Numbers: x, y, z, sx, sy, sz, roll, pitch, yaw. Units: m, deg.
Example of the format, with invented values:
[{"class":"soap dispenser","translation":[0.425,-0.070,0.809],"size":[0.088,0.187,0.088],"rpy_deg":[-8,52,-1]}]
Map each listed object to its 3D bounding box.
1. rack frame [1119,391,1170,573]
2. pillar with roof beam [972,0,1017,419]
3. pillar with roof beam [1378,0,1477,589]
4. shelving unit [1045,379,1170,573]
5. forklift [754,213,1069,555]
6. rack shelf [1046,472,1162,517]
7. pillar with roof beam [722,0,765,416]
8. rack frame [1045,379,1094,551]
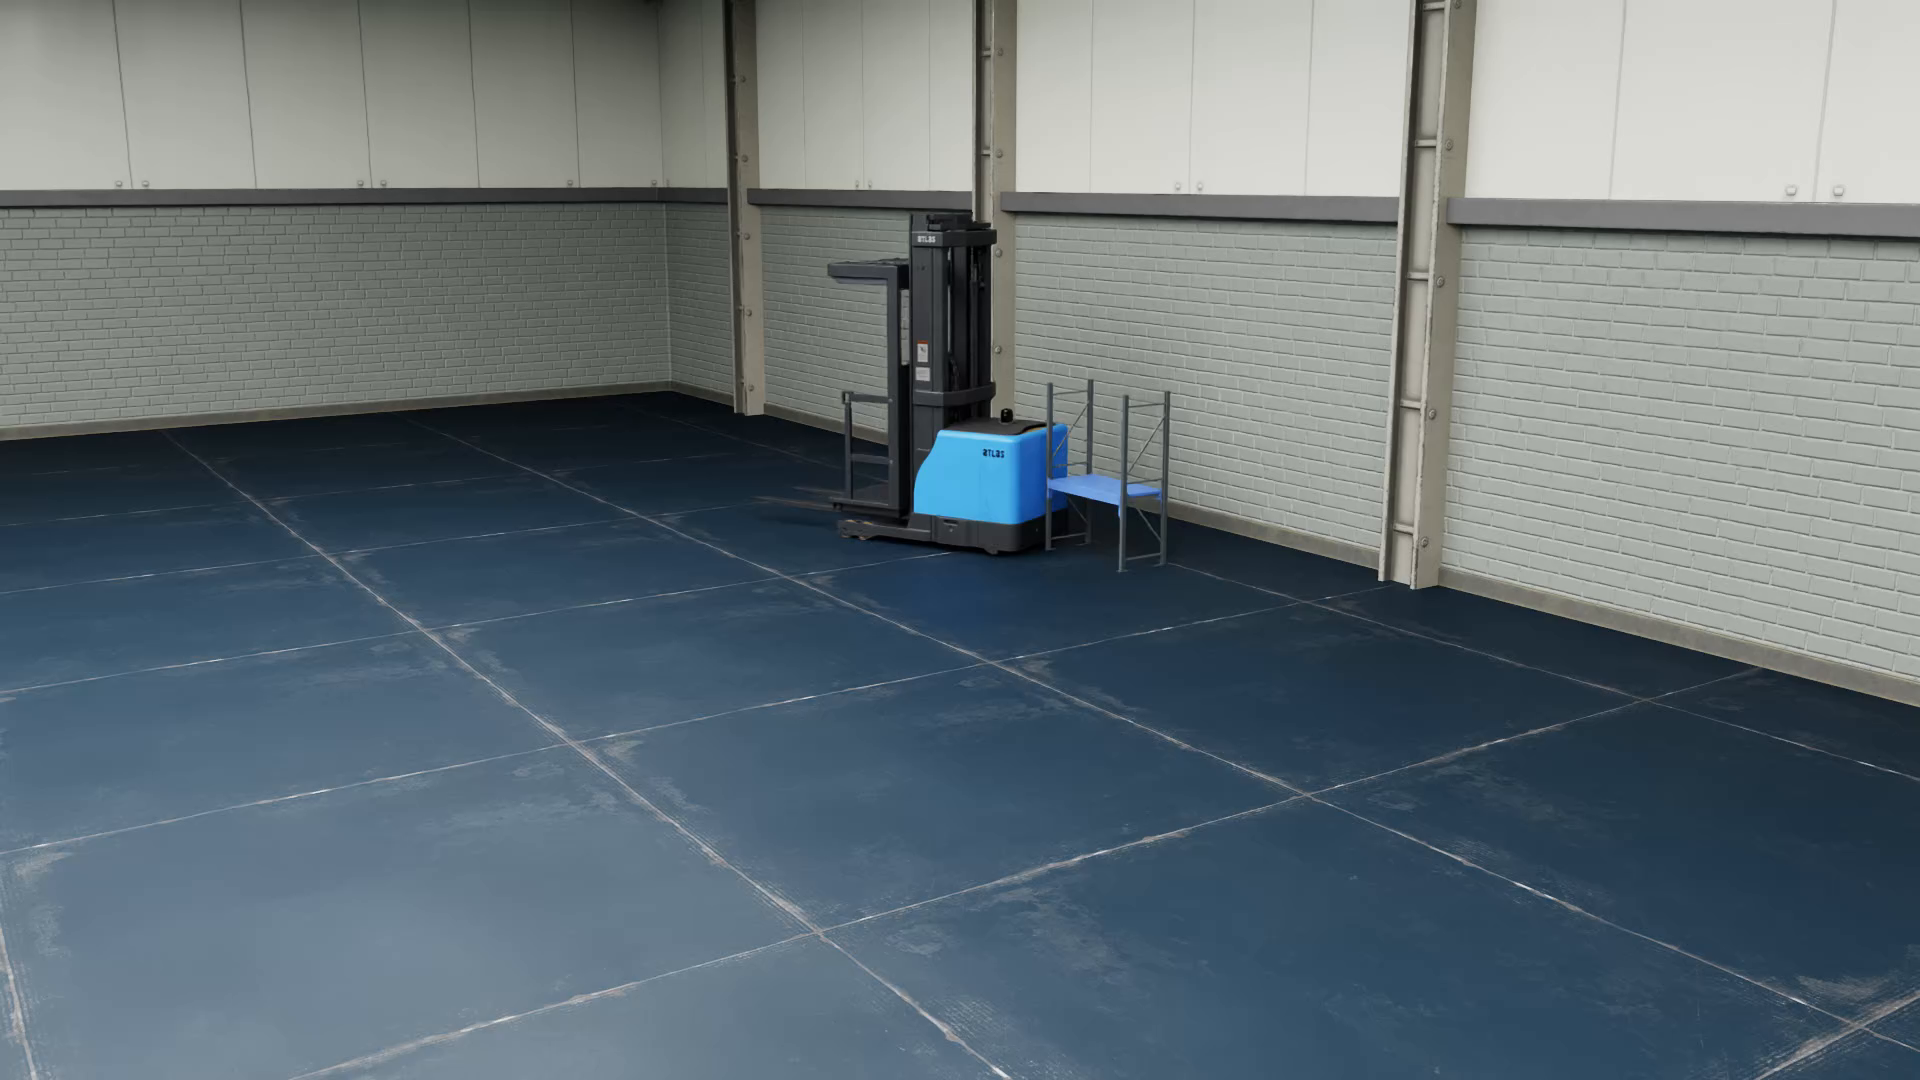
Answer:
[{"class":"rack frame","translation":[1.551,-0.488,13.972],"size":[0.500,1.500,0.032],"rpy_deg":[-8,15,-34]},{"class":"pillar with roof beam","translation":[-3.219,-4.607,15.254],"size":[9.100,9.000,0.400],"rpy_deg":[-8,15,-33]},{"class":"pillar with roof beam","translation":[0.105,-3.540,10.374],"size":[9.100,9.000,0.400],"rpy_deg":[-8,15,-33]},{"class":"shelving unit","translation":[1.261,-0.578,14.381],"size":[0.538,1.500,1.048],"rpy_deg":[-8,15,-34]},{"class":"forklift","translation":[-0.531,-1.518,15.330],"size":[3.031,2.935,1.130],"rpy_deg":[8,14,31]},{"class":"rack shelf","translation":[1.261,-0.402,14.419],"size":[0.538,0.185,1.000],"rpy_deg":[-8,15,-34]},{"class":"pillar with roof beam","translation":[-6.543,-5.674,20.133],"size":[9.100,9.000,0.400],"rpy_deg":[-8,15,-33]},{"class":"rack frame","translation":[0.972,-0.667,14.789],"size":[0.500,1.500,0.032],"rpy_deg":[-8,15,-34]}]
